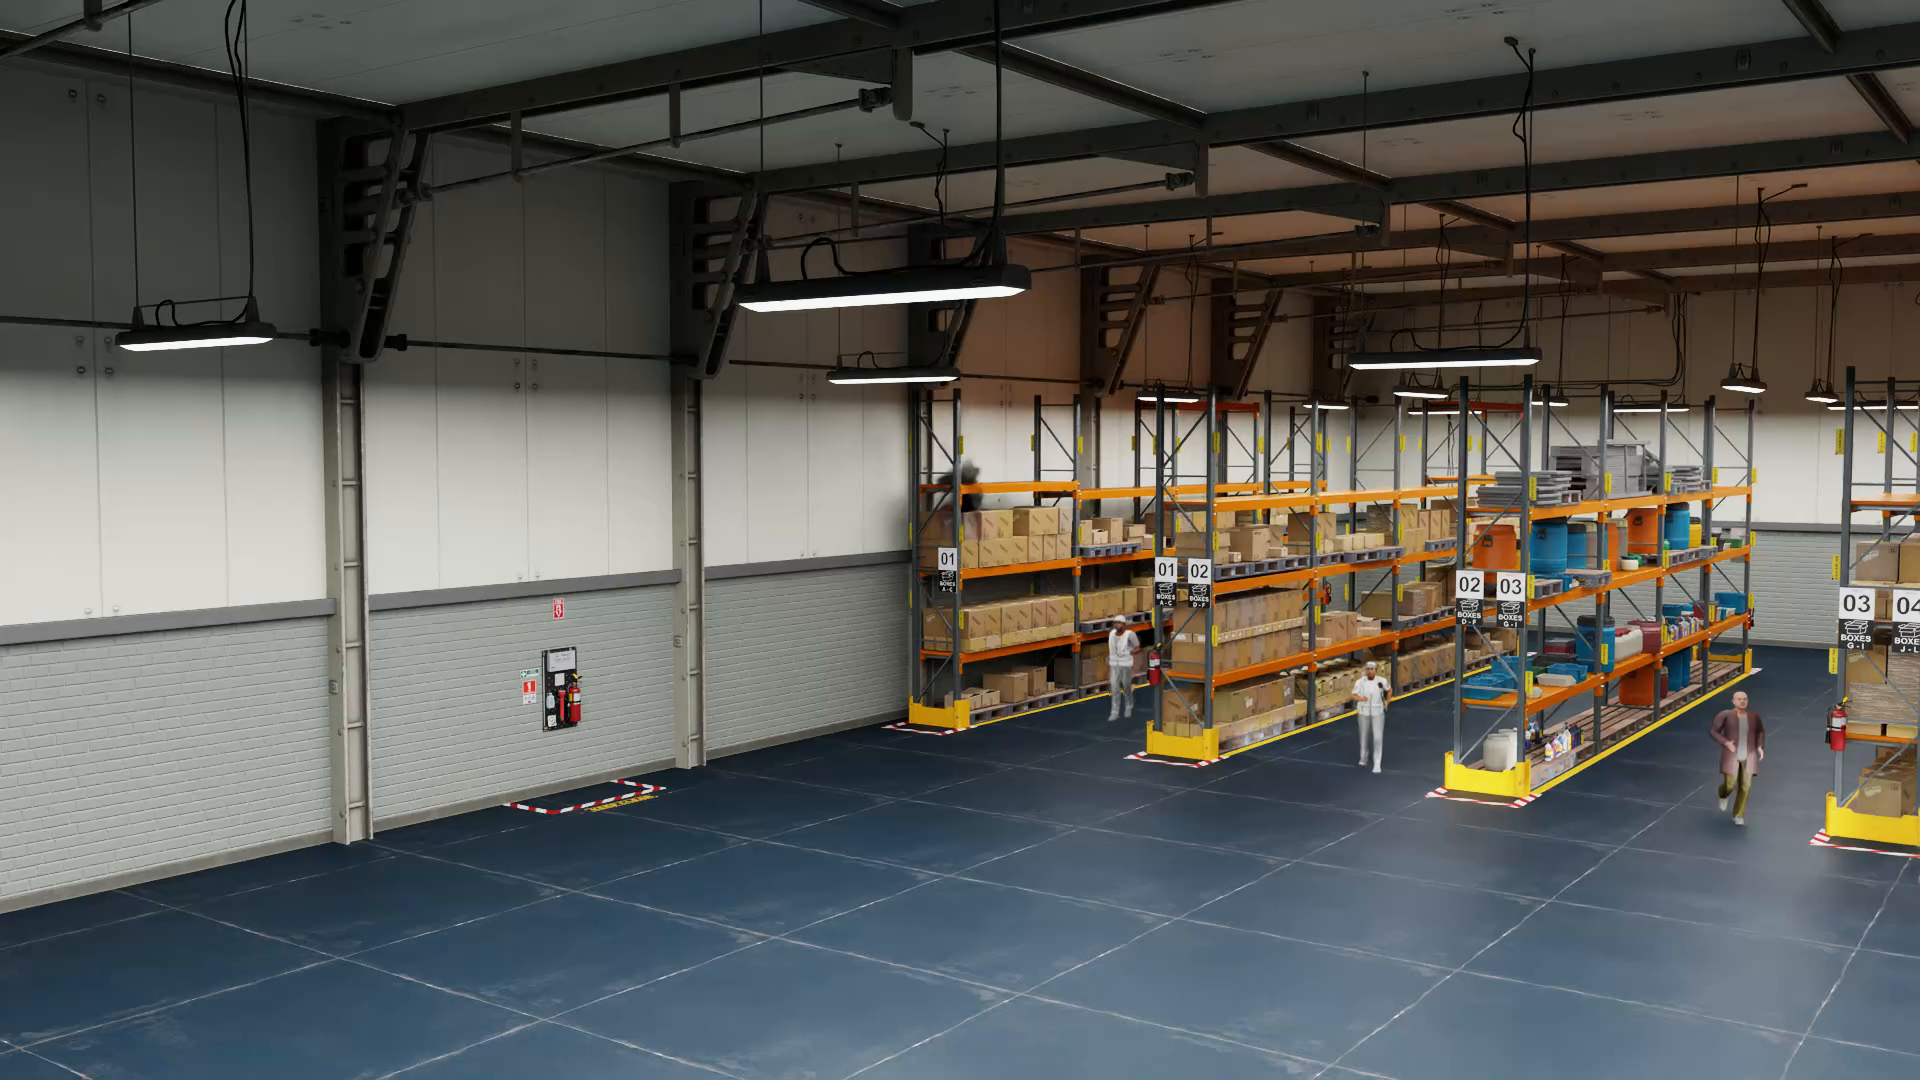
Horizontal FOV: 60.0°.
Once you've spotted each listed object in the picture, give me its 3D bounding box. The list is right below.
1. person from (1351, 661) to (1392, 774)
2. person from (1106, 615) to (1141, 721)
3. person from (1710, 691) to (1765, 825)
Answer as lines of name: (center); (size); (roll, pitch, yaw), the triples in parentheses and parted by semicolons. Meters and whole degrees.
person: (6.326, 2.727, 25.584); (0.594, 1.738, 0.718); (1, 3, 20)
person: (2.804, 2.198, 28.716); (0.666, 1.813, 0.848); (2, 4, 29)
person: (10.331, 2.871, 22.097); (0.701, 1.736, 0.741); (1, 3, 10)
